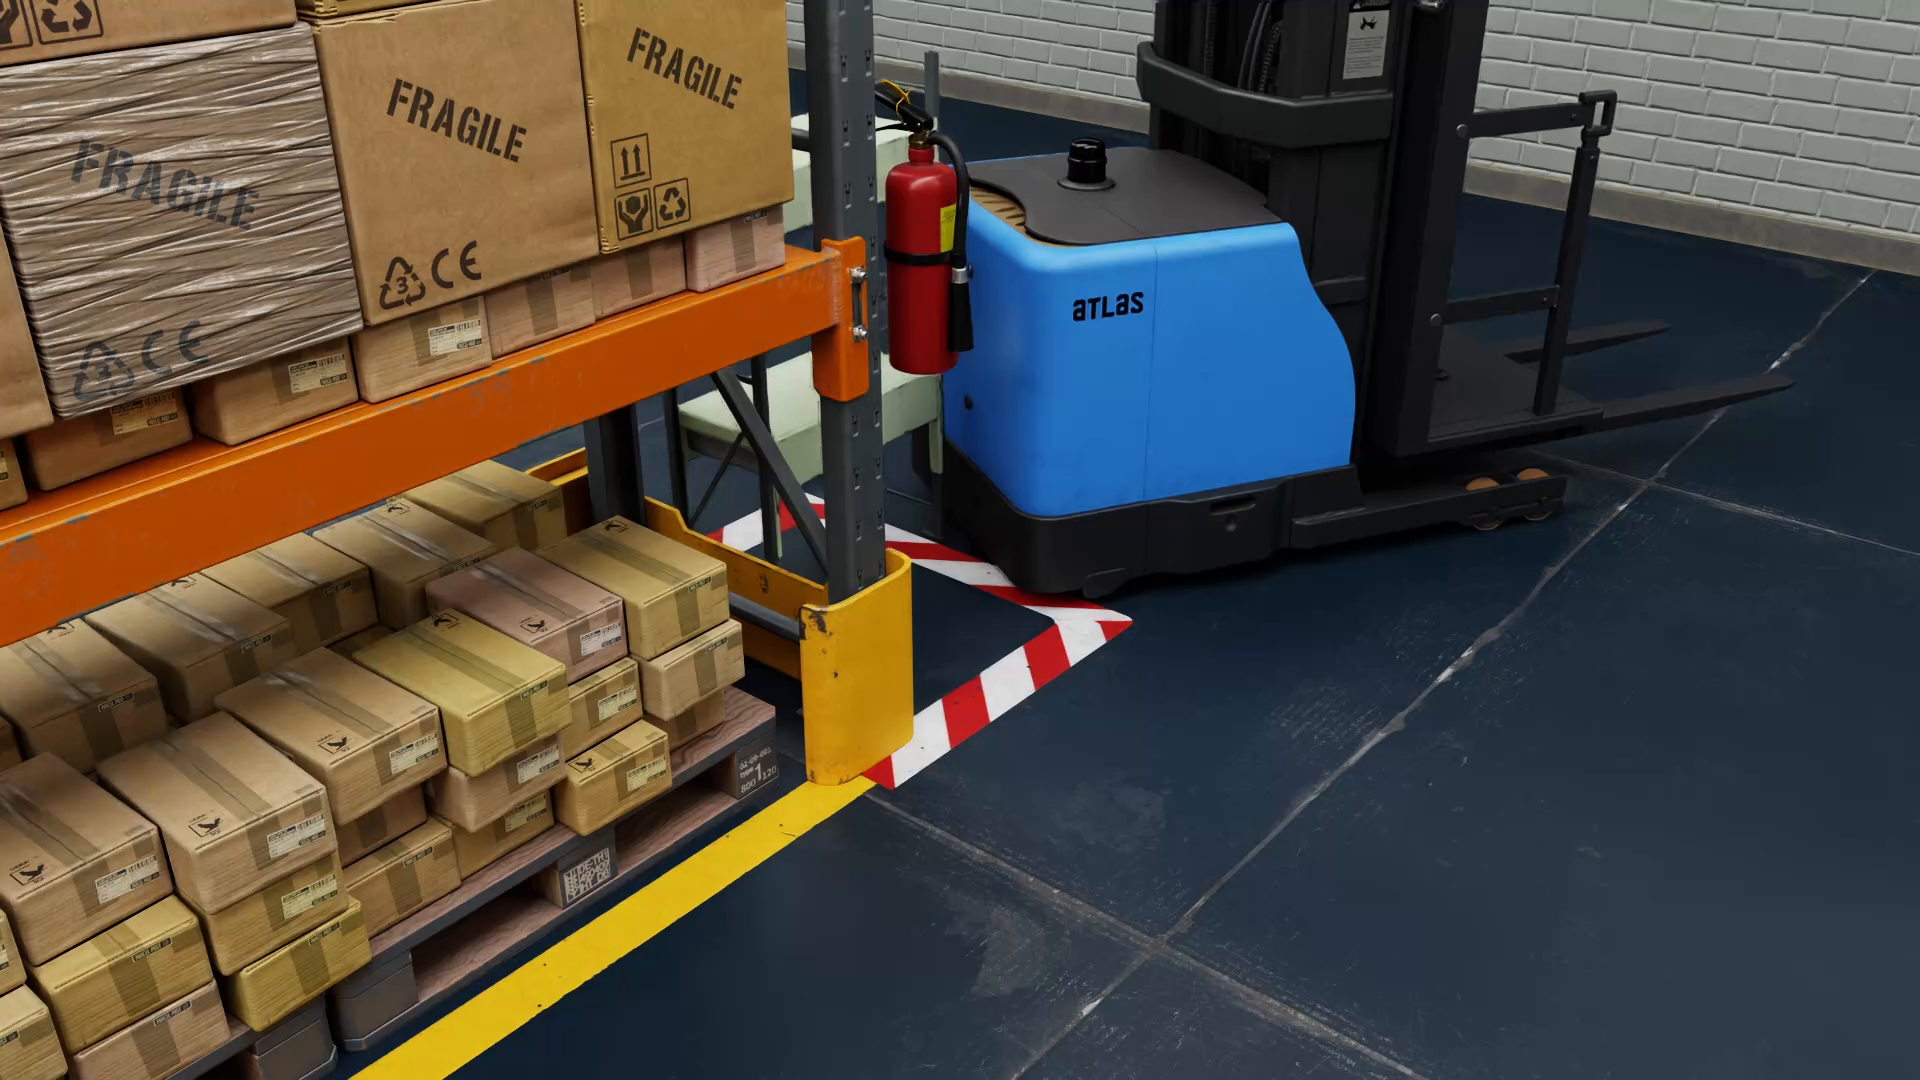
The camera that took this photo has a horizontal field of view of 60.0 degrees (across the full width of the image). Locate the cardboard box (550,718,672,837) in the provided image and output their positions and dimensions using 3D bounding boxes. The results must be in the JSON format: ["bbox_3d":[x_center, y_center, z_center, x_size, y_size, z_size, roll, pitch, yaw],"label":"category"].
[{"bbox_3d":[-0.864,0.474,3.715,0.380,0.149,0.250,22,35,36],"label":"cardboard box"}]

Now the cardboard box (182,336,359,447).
[{"bbox_3d":[-1.264,-0.312,2.862,0.380,0.149,0.250,19,33,32],"label":"cardboard box"}]

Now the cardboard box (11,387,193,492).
[{"bbox_3d":[-1.481,-0.234,2.710,0.380,0.149,0.250,19,33,32],"label":"cardboard box"}]

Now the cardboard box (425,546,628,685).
[{"bbox_3d":[-0.950,0.175,3.645,0.380,0.149,0.250,22,34,35],"label":"cardboard box"}]

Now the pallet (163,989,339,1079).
[{"bbox_3d":[-1.973,0.999,3.088,1.003,0.211,1.213,21,34,34],"label":"pallet"}]

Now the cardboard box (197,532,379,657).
[{"bbox_3d":[-1.542,0.112,3.766,0.380,0.149,0.250,21,34,34],"label":"cardboard box"}]

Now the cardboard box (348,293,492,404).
[{"bbox_3d":[-1.073,-0.397,3.026,0.380,0.149,0.250,22,34,36],"label":"cardboard box"}]

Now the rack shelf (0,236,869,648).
[{"bbox_3d":[-1.877,0.054,2.663,1.077,0.370,4.000,21,34,34],"label":"rack shelf"}]

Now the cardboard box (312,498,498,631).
[{"bbox_3d":[-1.283,0.061,3.867,0.380,0.149,0.250,21,34,35],"label":"cardboard box"}]

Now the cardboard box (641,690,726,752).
[{"bbox_3d":[-0.778,0.353,3.949,0.380,0.149,0.250,21,34,35],"label":"cardboard box"}]

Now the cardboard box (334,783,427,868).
[{"bbox_3d":[-1.300,0.494,3.353,0.380,0.149,0.250,20,34,34],"label":"cardboard box"}]

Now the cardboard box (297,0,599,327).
[{"bbox_3d":[-1.023,-0.735,2.974,0.500,0.500,0.500,20,33,34],"label":"cardboard box"}]

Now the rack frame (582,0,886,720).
[{"bbox_3d":[-0.605,-0.974,3.869,1.000,3.000,0.127,21,34,34],"label":"rack frame"}]

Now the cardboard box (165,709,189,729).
[{"bbox_3d":[-1.688,0.336,3.657,0.380,0.149,0.250,22,35,36],"label":"cardboard box"}]

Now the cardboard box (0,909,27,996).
[{"bbox_3d":[-1.756,0.651,2.725,0.380,0.149,0.250,21,34,35],"label":"cardboard box"}]

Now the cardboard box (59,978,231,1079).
[{"bbox_3d":[-1.549,0.833,3.020,0.380,0.149,0.250,22,34,35],"label":"cardboard box"}]

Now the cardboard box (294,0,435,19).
[{"bbox_3d":[-1.026,-1.180,2.746,0.500,0.500,0.500,19,33,33],"label":"cardboard box"}]

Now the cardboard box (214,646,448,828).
[{"bbox_3d":[-1.230,0.377,3.254,0.380,0.149,0.250,19,33,32],"label":"cardboard box"}]

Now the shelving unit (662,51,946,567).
[{"bbox_3d":[-0.443,-0.590,4.752,0.431,1.500,0.755,20,33,34],"label":"shelving unit"}]

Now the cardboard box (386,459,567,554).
[{"bbox_3d":[-1.200,-0.072,4.124,0.380,0.149,0.250,19,33,32],"label":"cardboard box"}]

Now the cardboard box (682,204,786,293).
[{"bbox_3d":[-0.594,-0.665,3.543,0.380,0.149,0.250,21,34,34],"label":"cardboard box"}]

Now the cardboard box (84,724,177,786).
[{"bbox_3d":[-1.783,0.458,3.421,0.380,0.149,0.250,19,33,32],"label":"cardboard box"}]

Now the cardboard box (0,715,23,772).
[{"bbox_3d":[-2.022,0.400,3.210,0.380,0.149,0.250,21,34,35],"label":"cardboard box"}]

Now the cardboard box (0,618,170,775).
[{"bbox_3d":[-1.819,0.320,3.365,0.380,0.149,0.250,22,35,36],"label":"cardboard box"}]

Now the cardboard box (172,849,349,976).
[{"bbox_3d":[-1.369,0.616,3.117,0.380,0.149,0.250,21,34,35],"label":"cardboard box"}]

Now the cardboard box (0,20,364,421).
[{"bbox_3d":[-1.338,-0.553,2.621,0.500,0.500,0.500,21,34,35],"label":"cardboard box"}]

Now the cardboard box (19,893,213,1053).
[{"bbox_3d":[-1.546,0.701,2.952,0.380,0.149,0.250,23,35,37],"label":"cardboard box"}]

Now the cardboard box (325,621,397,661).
[{"bbox_3d":[-1.441,0.277,3.771,0.380,0.149,0.250,21,34,35],"label":"cardboard box"}]

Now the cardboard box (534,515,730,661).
[{"bbox_3d":[-0.746,0.103,3.785,0.380,0.149,0.250,21,34,35],"label":"cardboard box"}]

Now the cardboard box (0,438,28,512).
[{"bbox_3d":[-1.637,-0.135,2.519,0.380,0.149,0.250,21,34,35],"label":"cardboard box"}]

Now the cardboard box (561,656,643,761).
[{"bbox_3d":[-0.928,0.321,3.687,0.380,0.149,0.250,20,33,33],"label":"cardboard box"}]

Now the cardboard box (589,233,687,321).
[{"bbox_3d":[-0.781,-0.587,3.394,0.380,0.149,0.250,21,34,34],"label":"cardboard box"}]

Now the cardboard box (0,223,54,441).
[{"bbox_3d":[-1.664,-0.379,2.285,0.500,0.500,0.500,23,35,37],"label":"cardboard box"}]

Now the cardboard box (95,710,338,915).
[{"bbox_3d":[-1.358,0.489,3.038,0.380,0.149,0.250,22,35,36],"label":"cardboard box"}]

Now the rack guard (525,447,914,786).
[{"bbox_3d":[-0.653,0.163,4.391,1.175,0.500,0.348,21,34,34],"label":"rack guard"}]

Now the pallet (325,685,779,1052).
[{"bbox_3d":[-1.197,0.569,3.921,1.003,0.211,1.213,21,34,34],"label":"pallet"}]

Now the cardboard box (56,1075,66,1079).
[{"bbox_3d":[-1.767,0.901,2.889,0.380,0.149,0.250,22,34,36],"label":"cardboard box"}]

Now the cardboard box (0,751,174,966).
[{"bbox_3d":[-1.611,0.550,2.920,0.380,0.149,0.250,19,33,33],"label":"cardboard box"}]

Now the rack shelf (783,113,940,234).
[{"bbox_3d":[-0.446,-0.938,4.575,0.431,0.370,0.720,20,33,34],"label":"rack shelf"}]

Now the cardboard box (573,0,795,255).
[{"bbox_3d":[-0.692,-0.916,3.324,0.500,0.500,0.500,22,34,35],"label":"cardboard box"}]

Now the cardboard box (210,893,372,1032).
[{"bbox_3d":[-1.359,0.742,3.196,0.380,0.149,0.250,19,33,32],"label":"cardboard box"}]

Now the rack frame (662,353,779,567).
[{"bbox_3d":[-0.672,-0.459,4.499,0.400,1.500,0.023,20,33,34],"label":"rack frame"}]

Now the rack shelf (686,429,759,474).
[{"bbox_3d":[-0.440,-0.364,4.868,0.332,0.071,0.664,20,33,34],"label":"rack shelf"}]

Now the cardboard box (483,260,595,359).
[{"bbox_3d":[-0.929,-0.494,3.214,0.380,0.149,0.250,20,34,34],"label":"cardboard box"}]

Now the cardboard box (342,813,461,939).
[{"bbox_3d":[-1.245,0.634,3.406,0.380,0.149,0.250,21,34,35],"label":"cardboard box"}]

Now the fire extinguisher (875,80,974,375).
[{"bbox_3d":[-0.088,-0.729,3.884,0.296,0.674,0.183,21,34,34],"label":"fire extinguisher"}]

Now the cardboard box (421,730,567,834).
[{"bbox_3d":[-1.049,0.429,3.479,0.380,0.149,0.250,19,33,32],"label":"cardboard box"}]

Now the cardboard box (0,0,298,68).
[{"bbox_3d":[-1.350,-0.993,2.385,0.500,0.500,0.500,23,35,37],"label":"cardboard box"}]

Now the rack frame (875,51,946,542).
[{"bbox_3d":[-0.213,-0.722,5.005,0.400,1.500,0.023,20,33,34],"label":"rack frame"}]

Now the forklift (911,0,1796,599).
[{"bbox_3d":[1.408,-1.518,5.064,3.031,2.867,1.129,-10,29,-19],"label":"forklift"}]

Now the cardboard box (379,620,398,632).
[{"bbox_3d":[-1.354,0.165,3.989,0.380,0.149,0.250,21,34,34],"label":"cardboard box"}]

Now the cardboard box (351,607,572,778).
[{"bbox_3d":[-1.017,0.304,3.396,0.380,0.149,0.250,20,33,33],"label":"cardboard box"}]

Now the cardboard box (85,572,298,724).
[{"bbox_3d":[-1.636,0.225,3.550,0.380,0.149,0.250,19,33,32],"label":"cardboard box"}]

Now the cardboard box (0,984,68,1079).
[{"bbox_3d":[-1.700,0.807,2.747,0.380,0.149,0.250,21,34,35],"label":"cardboard box"}]

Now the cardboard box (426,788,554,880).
[{"bbox_3d":[-1.098,0.542,3.583,0.380,0.149,0.250,21,34,34],"label":"cardboard box"}]
